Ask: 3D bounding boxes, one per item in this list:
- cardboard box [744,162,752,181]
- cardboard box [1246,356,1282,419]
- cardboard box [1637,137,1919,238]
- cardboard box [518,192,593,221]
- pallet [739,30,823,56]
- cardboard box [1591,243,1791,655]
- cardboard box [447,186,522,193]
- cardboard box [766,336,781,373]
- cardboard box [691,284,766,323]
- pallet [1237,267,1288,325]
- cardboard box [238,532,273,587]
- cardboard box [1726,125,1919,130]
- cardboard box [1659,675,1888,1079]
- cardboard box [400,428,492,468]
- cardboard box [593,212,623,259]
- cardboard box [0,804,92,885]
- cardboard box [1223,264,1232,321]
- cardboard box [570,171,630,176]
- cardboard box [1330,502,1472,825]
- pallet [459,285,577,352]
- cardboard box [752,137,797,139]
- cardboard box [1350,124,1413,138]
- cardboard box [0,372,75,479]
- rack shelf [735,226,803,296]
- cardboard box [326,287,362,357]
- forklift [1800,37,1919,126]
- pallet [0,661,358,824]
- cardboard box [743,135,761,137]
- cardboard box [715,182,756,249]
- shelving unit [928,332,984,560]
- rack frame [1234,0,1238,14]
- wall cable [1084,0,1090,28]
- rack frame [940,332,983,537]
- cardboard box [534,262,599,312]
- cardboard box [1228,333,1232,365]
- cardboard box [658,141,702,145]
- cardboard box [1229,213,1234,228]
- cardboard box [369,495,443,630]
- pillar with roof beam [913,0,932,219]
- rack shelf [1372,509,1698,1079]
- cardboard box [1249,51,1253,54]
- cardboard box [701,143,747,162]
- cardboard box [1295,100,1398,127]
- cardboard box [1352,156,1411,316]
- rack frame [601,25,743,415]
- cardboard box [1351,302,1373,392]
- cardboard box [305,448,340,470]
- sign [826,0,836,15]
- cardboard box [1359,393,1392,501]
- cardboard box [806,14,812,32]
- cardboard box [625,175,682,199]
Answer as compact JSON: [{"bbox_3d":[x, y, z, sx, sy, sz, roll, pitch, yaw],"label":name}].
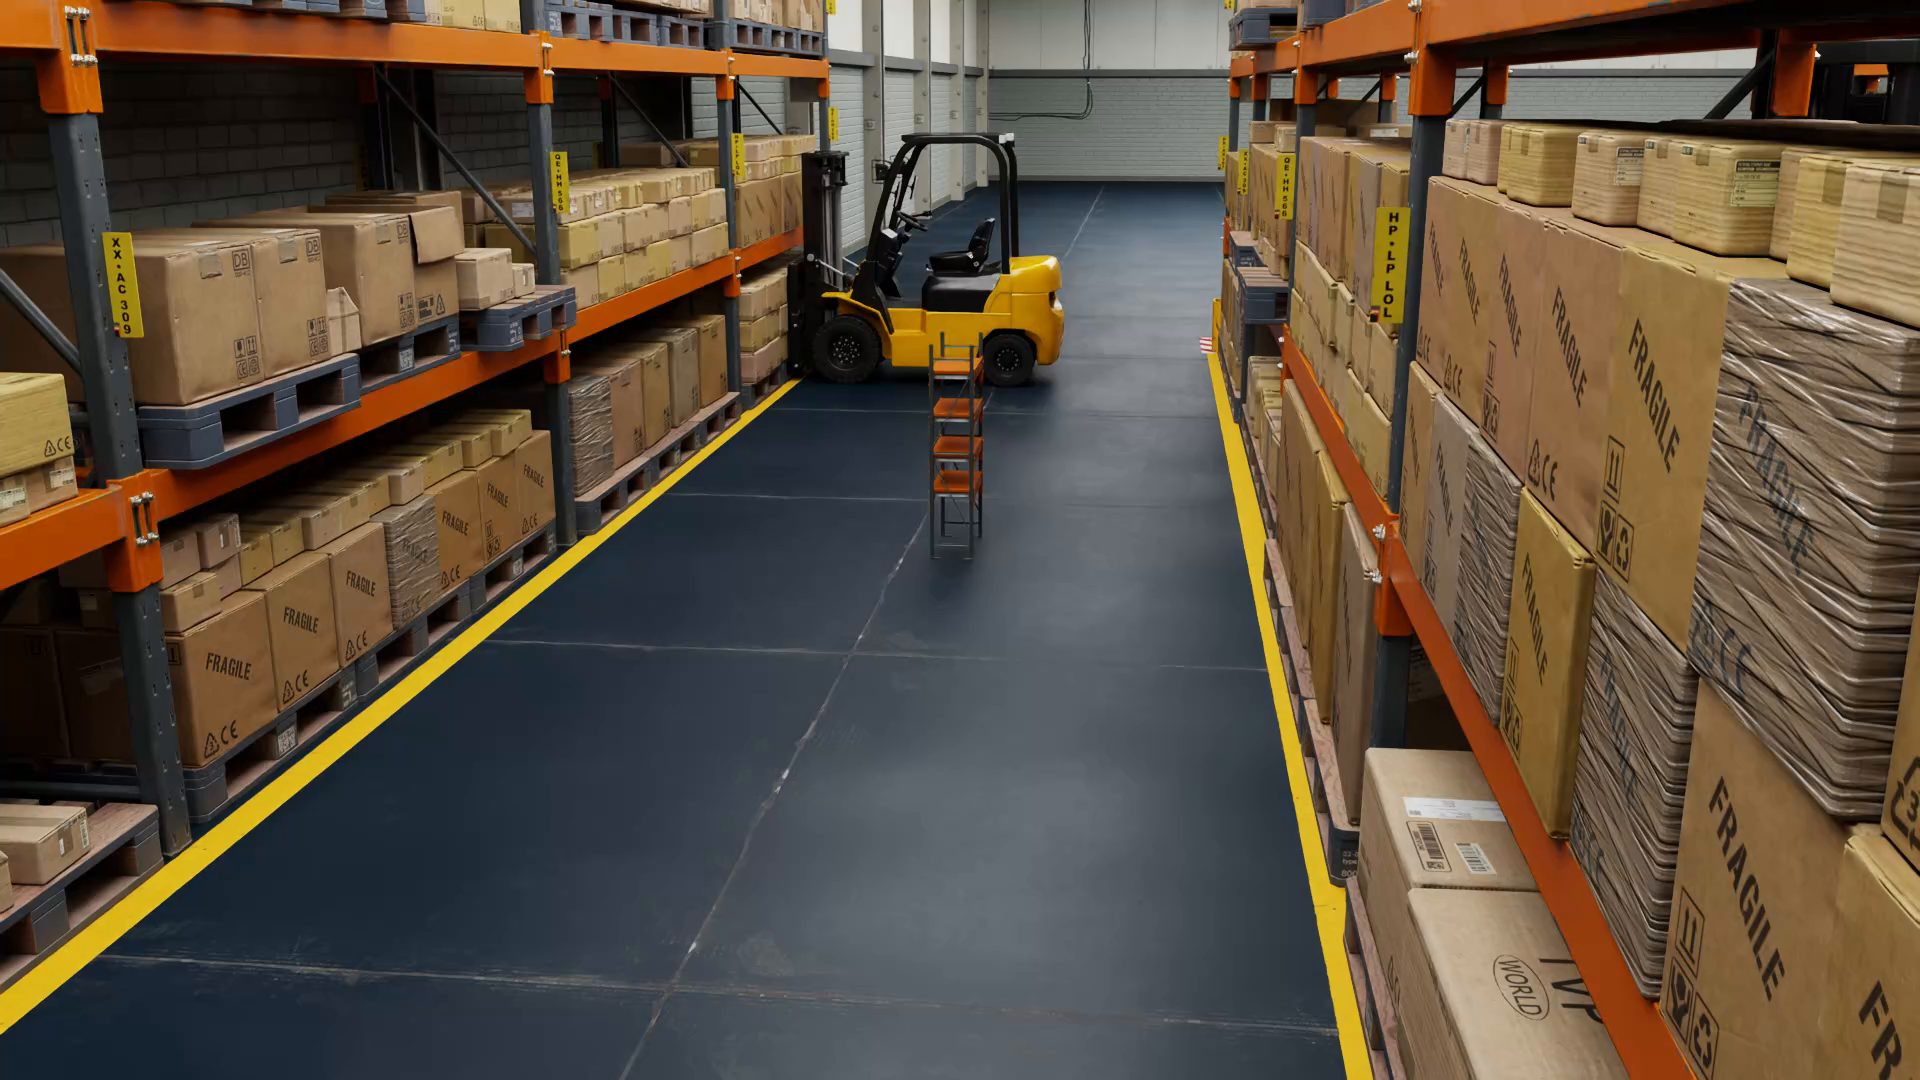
[{"bbox_3d":[-1.933,-3.040,13.723,0.380,0.149,0.250,2,15,6],"label":"cardboard box"},{"bbox_3d":[2.616,-1.121,12.290,0.950,0.372,0.625,2,15,7],"label":"cardboard box"},{"bbox_3d":[1.298,-0.553,2.613,0.380,0.149,0.250,2,15,8],"label":"cardboard box"},{"bbox_3d":[-2.354,-1.935,9.638,0.380,0.149,0.250,2,15,7],"label":"cardboard box"},{"bbox_3d":[-1.914,-4.728,15.824,1.003,0.211,1.213,2,15,6],"label":"pallet"},{"bbox_3d":[1.225,-0.138,2.318,0.500,0.500,0.500,2,15,6],"label":"cardboard box"},{"bbox_3d":[-2.909,-2.084,10.190,0.380,0.149,0.250,1,15,5],"label":"cardboard box"},{"bbox_3d":[-1.835,-1.591,14.263,0.500,0.250,0.500,1,15,5],"label":"cardboard box"},{"bbox_3d":[-1.894,-1.942,13.646,0.500,0.250,0.500,1,15,5],"label":"cardboard box"},{"bbox_3d":[2.196,-1.381,9.389,1.213,0.211,1.003,2,15,6],"label":"pallet"},{"bbox_3d":[-2.886,0.072,6.392,0.380,0.149,0.250,1,15,3],"label":"cardboard box"},{"bbox_3d":[1.865,-0.807,3.550,0.380,0.149,0.250,2,15,6],"label":"cardboard box"},{"bbox_3d":[1.181,0.479,1.953,0.500,0.500,0.500,1,15,5],"label":"cardboard box"},{"bbox_3d":[-2.589,-0.465,8.378,0.380,0.149,0.250,1,15,4],"label":"cardboard box"},{"bbox_3d":[-2.361,-1.837,10.039,0.500,0.250,0.500,2,15,8],"label":"cardboard box"},{"bbox_3d":[-2.934,0.934,5.120,0.380,0.149,0.250,1,15,5],"label":"cardboard box"},{"bbox_3d":[2.701,-2.255,15.280,0.500,0.500,0.500,1,15,4],"label":"cardboard box"},{"bbox_3d":[-2.624,-2.612,12.140,0.380,0.149,0.250,2,15,6],"label":"cardboard box"},{"bbox_3d":[1.760,0.412,5.658,0.875,0.875,0.875,2,15,8],"label":"cardboard box"},{"bbox_3d":[-2.718,-1.160,8.573,1.213,0.211,1.003,2,15,6],"label":"pallet"},{"bbox_3d":[-1.741,-3.715,15.651,0.380,0.149,0.250,2,15,7],"label":"cardboard box"},{"bbox_3d":[2.772,-2.653,10.918,0.380,0.149,0.250,1,15,4],"label":"cardboard box"},{"bbox_3d":[-2.978,-0.325,4.835,0.500,0.250,0.500,2,15,8],"label":"cardboard box"},{"bbox_3d":[-2.034,-2.639,15.055,1.077,0.370,4.000,2,15,6],"label":"rack shelf"},{"bbox_3d":[-2.625,-0.880,6.622,0.396,0.266,0.258,2,15,9],"label":"cardboard box"},{"bbox_3d":[5.677,-1.593,9.938,3.031,2.935,1.130,-5,16,-19],"label":"forklift"},{"bbox_3d":[-3.109,0.741,6.517,1.003,0.211,1.213,2,15,6],"label":"pallet"},{"bbox_3d":[-2.151,-3.862,16.195,0.380,0.149,0.250,2,15,8],"label":"cardboard box"},{"bbox_3d":[-1.951,-2.624,13.426,0.500,0.500,0.500,1,15,5],"label":"cardboard box"},{"bbox_3d":[-0.019,-0.536,9.347,0.258,1.200,0.503,2,15,6],"label":"shelving unit"},{"bbox_3d":[3.124,-6.256,15.559,1.000,3.000,0.127,2,15,6],"label":"rack frame"},{"bbox_3d":[4.937,-15.613,46.434,3.097,2.526,0.112,2,15,6],"label":"wall cable"},{"bbox_3d":[0.009,-0.600,9.581,0.240,1.200,0.015,2,15,6],"label":"rack frame"},{"bbox_3d":[-2.419,-1.466,9.624,0.500,0.250,0.500,2,15,6],"label":"cardboard box"},{"bbox_3d":[2.584,-1.629,14.405,0.500,0.250,0.500,2,15,7],"label":"cardboard box"},{"bbox_3d":[-2.423,-3.331,14.230,0.380,0.149,0.250,1,15,5],"label":"cardboard box"},{"bbox_3d":[2.681,-2.960,15.344,0.380,0.149,0.250,2,15,7],"label":"cardboard box"},{"bbox_3d":[-2.709,0.090,7.567,0.500,0.500,0.500,1,15,4],"label":"cardboard box"},{"bbox_3d":[3.526,-10.789,32.322,9.100,9.000,0.400,2,15,6],"label":"pillar with roof beam"},{"bbox_3d":[1.544,0.618,3.007,1.077,0.370,4.000,2,15,6],"label":"rack shelf"},{"bbox_3d":[2.535,-4.007,13.468,0.380,0.149,0.250,2,15,8],"label":"cardboard box"},{"bbox_3d":[-1.970,-3.184,13.685,0.380,0.149,0.250,1,15,5],"label":"cardboard box"},{"bbox_3d":[2.937,-3.105,12.721,0.700,0.500,0.500,2,15,6],"label":"cardboard box"},{"bbox_3d":[1.622,-1.036,5.641,0.500,0.500,0.500,2,15,7],"label":"cardboard box"},{"bbox_3d":[-2.260,-2.468,13.042,1.000,3.000,0.127,2,15,6],"label":"rack frame"},{"bbox_3d":[1.627,-0.668,5.716,0.500,0.250,0.500,2,15,8],"label":"cardboard box"},{"bbox_3d":[-3.189,-0.342,7.921,0.380,0.149,0.250,1,15,5],"label":"cardboard box"},{"bbox_3d":[-1.271,-5.323,16.310,0.100,0.325,0.005,2,15,6],"label":"sign"},{"bbox_3d":[1.570,-0.299,5.309,0.500,0.250,0.500,1,15,5],"label":"cardboard box"},{"bbox_3d":[-1.600,-4.859,15.625,0.380,0.149,0.250,1,15,5],"label":"cardboard box"},{"bbox_3d":[-2.159,-2.467,11.603,0.380,0.149,0.250,1,15,5],"label":"cardboard box"}]
